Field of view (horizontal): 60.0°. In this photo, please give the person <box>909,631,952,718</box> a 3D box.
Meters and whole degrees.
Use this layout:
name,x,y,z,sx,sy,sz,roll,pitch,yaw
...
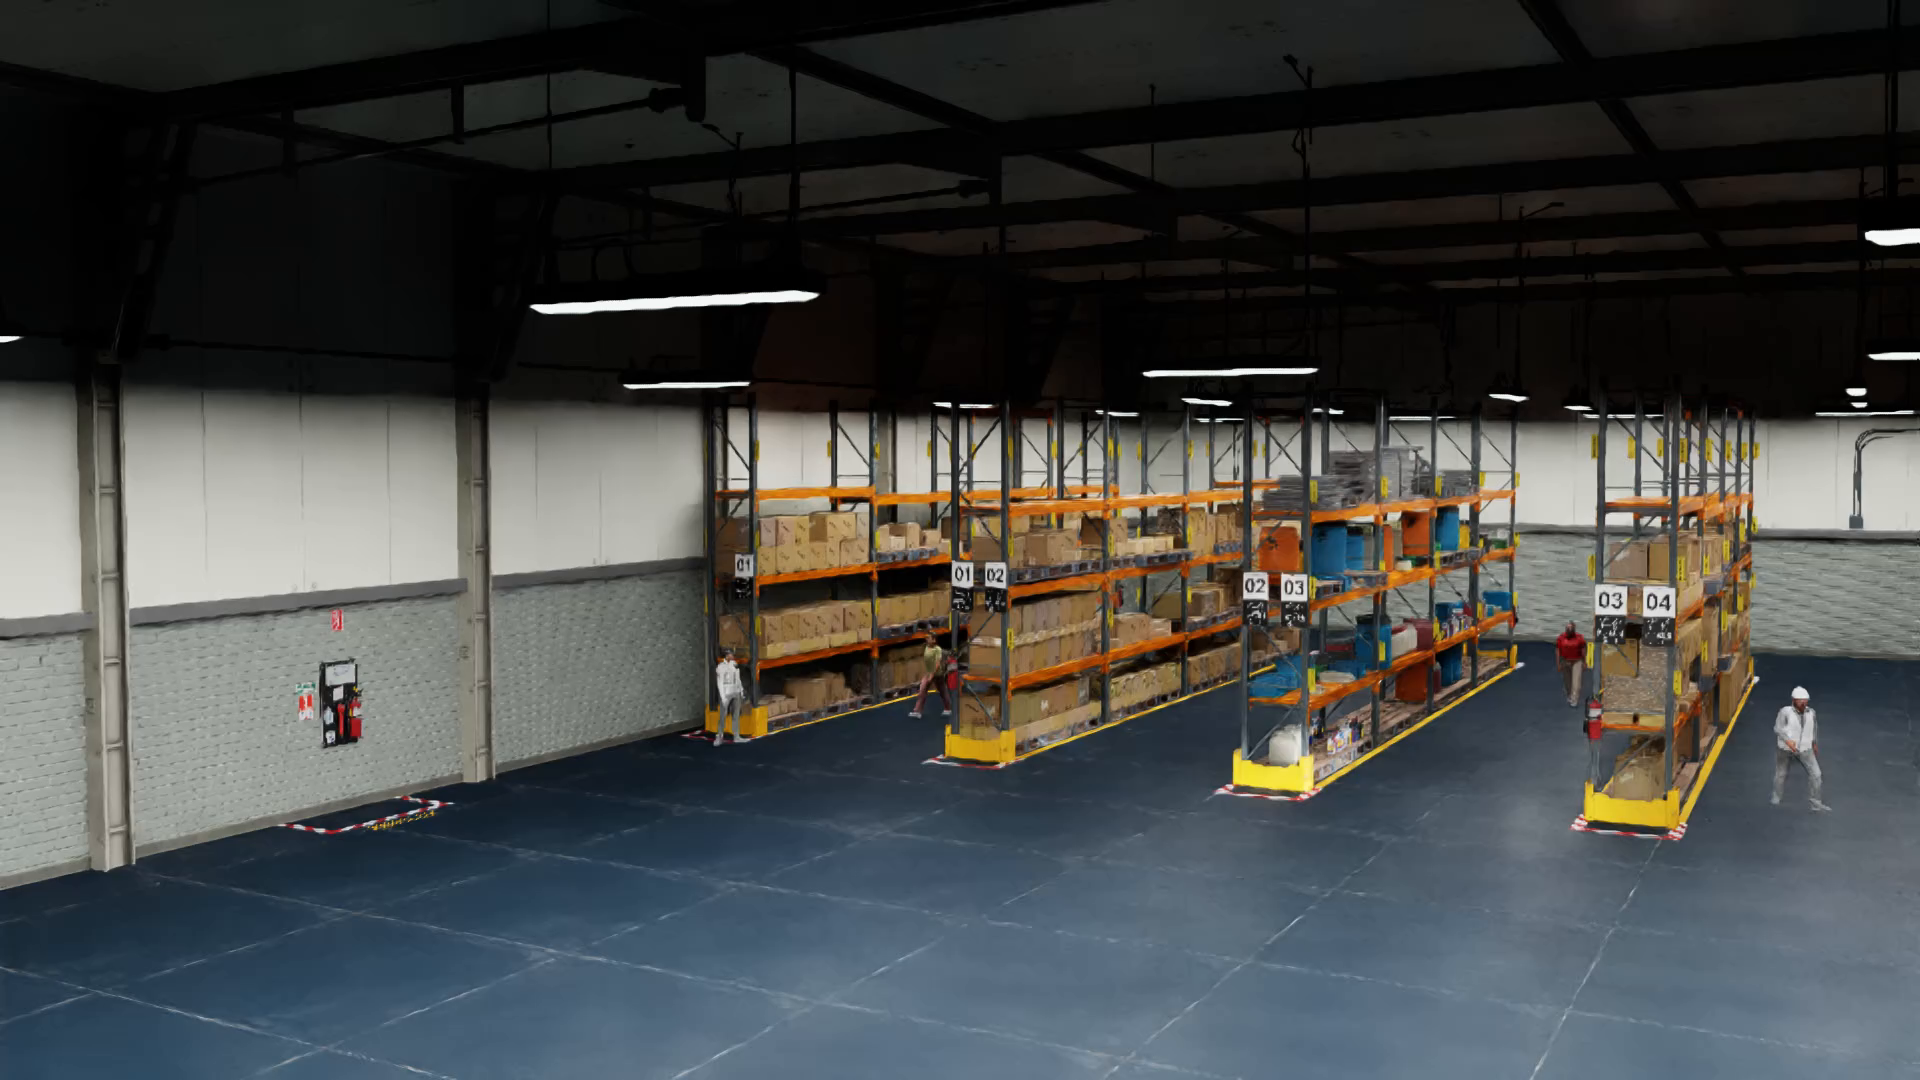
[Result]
name,x,y,z,sx,sy,sz,roll,pitch,yaw
person,-0.513,2.505,31.095,0.444,1.605,1.018,2,4,37

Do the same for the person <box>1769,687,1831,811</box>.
name,x,y,z,sx,sy,sz,roll,pitch,yaw
person,11.670,2.883,23.188,0.682,1.712,0.800,0,3,8

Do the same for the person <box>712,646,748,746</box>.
name,x,y,z,sx,sy,sz,roll,pitch,yaw
person,-3.920,2.625,28.205,0.369,1.679,0.626,3,4,43

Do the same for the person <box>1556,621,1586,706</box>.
name,x,y,z,sx,sy,sz,roll,pitch,yaw
person,11.949,2.397,32.580,0.544,1.641,1.112,2,4,30
